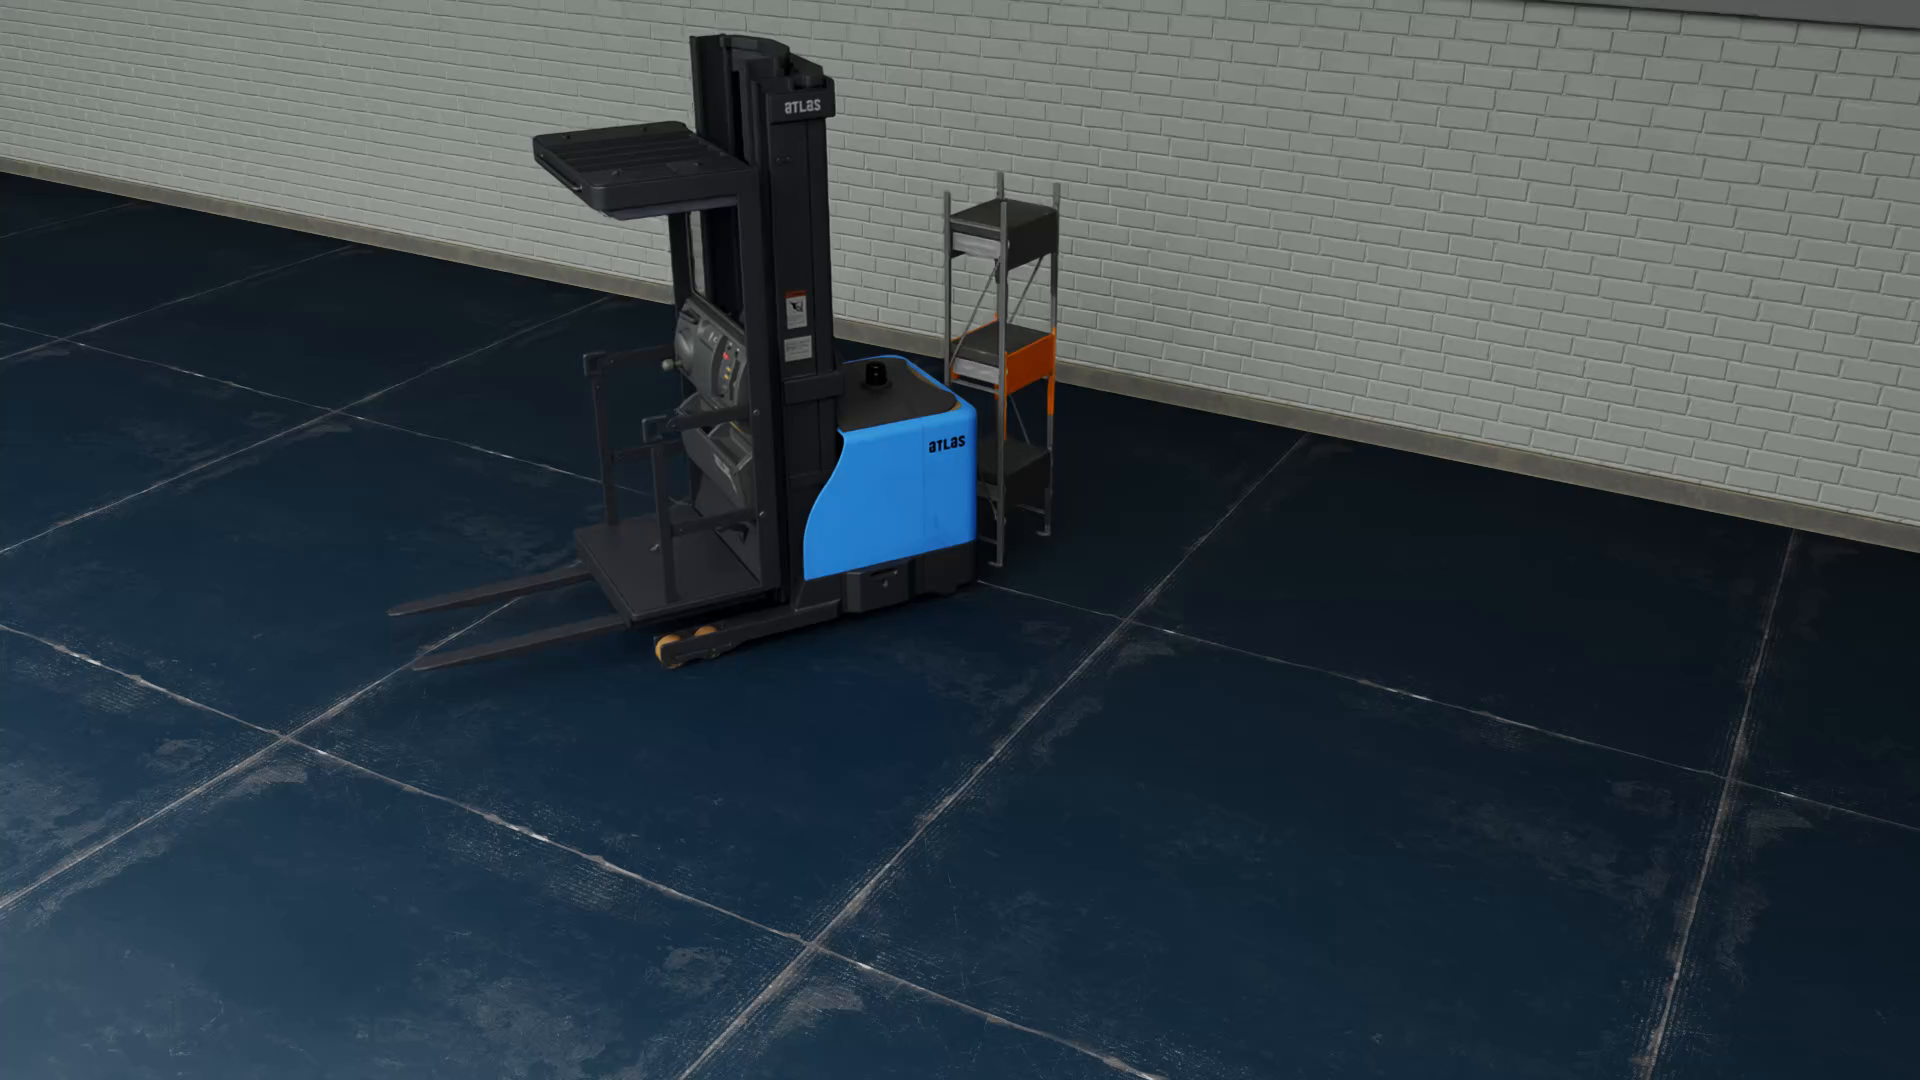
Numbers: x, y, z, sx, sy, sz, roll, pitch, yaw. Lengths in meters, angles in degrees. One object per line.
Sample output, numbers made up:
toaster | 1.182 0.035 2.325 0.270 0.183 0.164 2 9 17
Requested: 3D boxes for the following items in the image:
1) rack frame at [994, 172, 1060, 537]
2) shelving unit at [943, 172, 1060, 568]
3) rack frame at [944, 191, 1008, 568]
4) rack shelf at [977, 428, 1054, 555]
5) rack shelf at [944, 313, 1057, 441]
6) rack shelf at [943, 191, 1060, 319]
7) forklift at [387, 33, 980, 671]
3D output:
rack frame | 0.370 -1.012 9.427 0.400 2.100 0.015 18 32 32
shelving unit | 0.225 -0.925 9.251 0.431 2.100 0.503 18 32 32
rack frame | 0.080 -0.837 9.076 0.400 2.100 0.015 18 32 32
rack shelf | 0.225 -0.286 9.571 0.431 0.518 0.480 18 32 32
rack shelf | 0.225 -0.912 9.257 0.431 0.518 0.480 18 32 32
rack shelf | 0.225 -1.538 8.944 0.431 0.518 0.480 18 32 32
forklift | -1.441 -0.930 8.334 3.031 2.935 1.130 -13 29 -24
